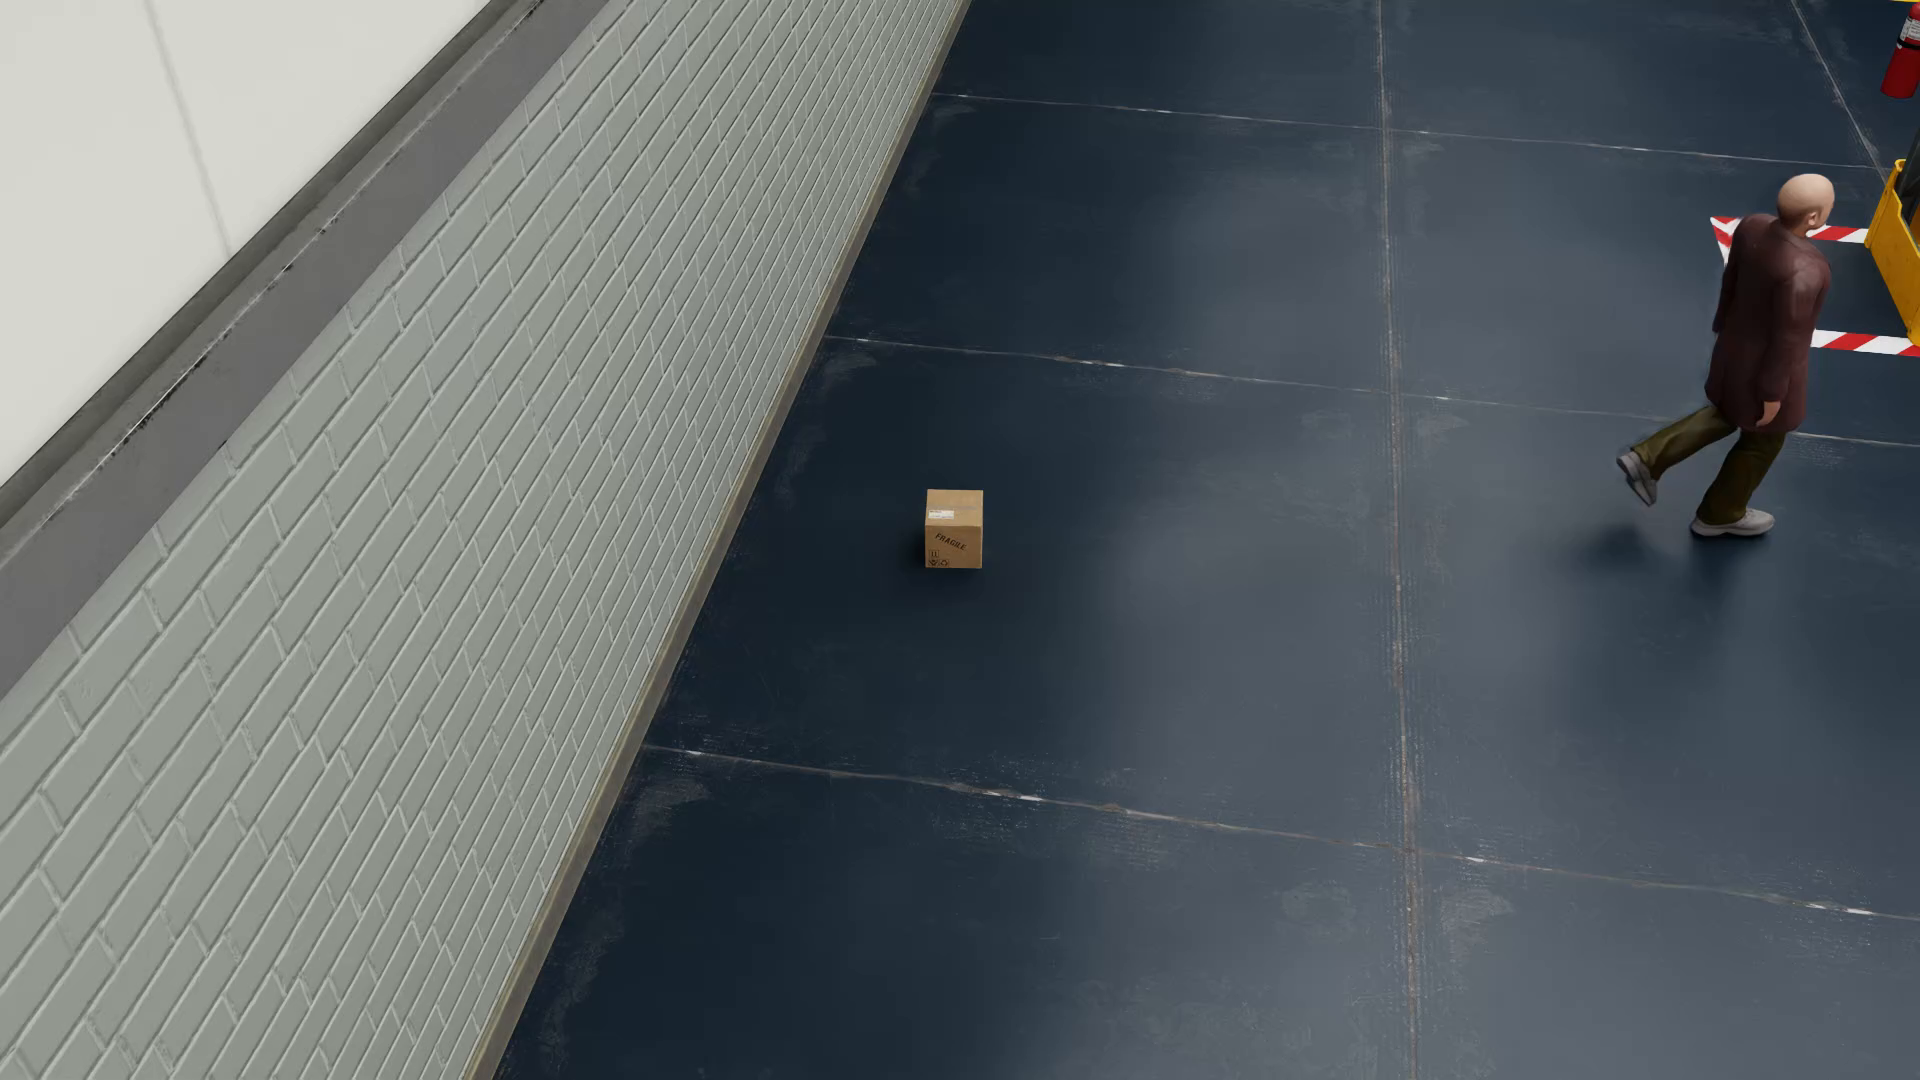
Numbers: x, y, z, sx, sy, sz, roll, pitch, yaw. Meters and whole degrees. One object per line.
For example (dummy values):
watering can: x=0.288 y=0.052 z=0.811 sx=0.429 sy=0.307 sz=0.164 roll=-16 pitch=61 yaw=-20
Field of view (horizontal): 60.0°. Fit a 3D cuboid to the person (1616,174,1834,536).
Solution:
person: x=3.320 y=-0.756 z=7.043 sx=0.740 sy=1.762 sz=0.574 roll=-5 pitch=40 yaw=-6
